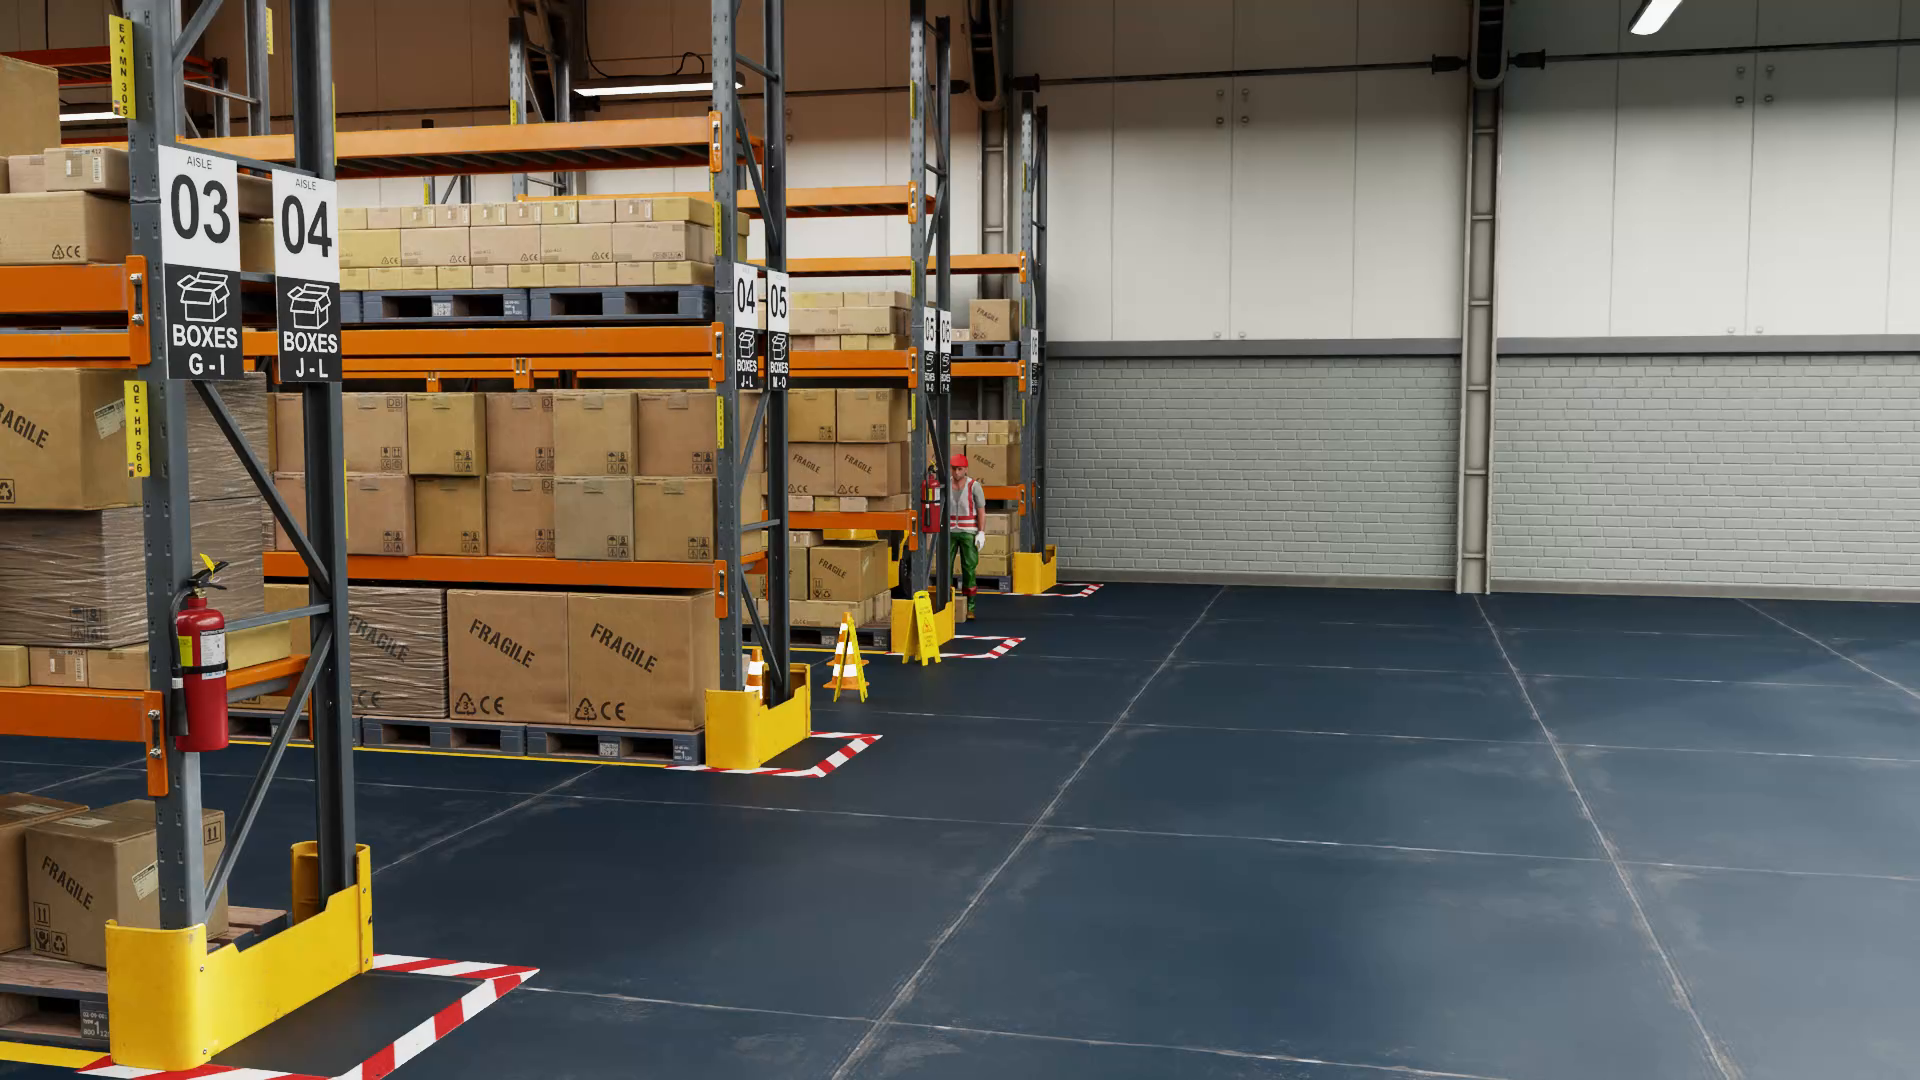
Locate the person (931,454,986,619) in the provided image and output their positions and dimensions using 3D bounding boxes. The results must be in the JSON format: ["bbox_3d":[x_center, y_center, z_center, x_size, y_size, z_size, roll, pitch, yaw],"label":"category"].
[{"bbox_3d":[-0.021,-0.040,17.857,0.606,1.778,0.453,1,5,14],"label":"person"}]
